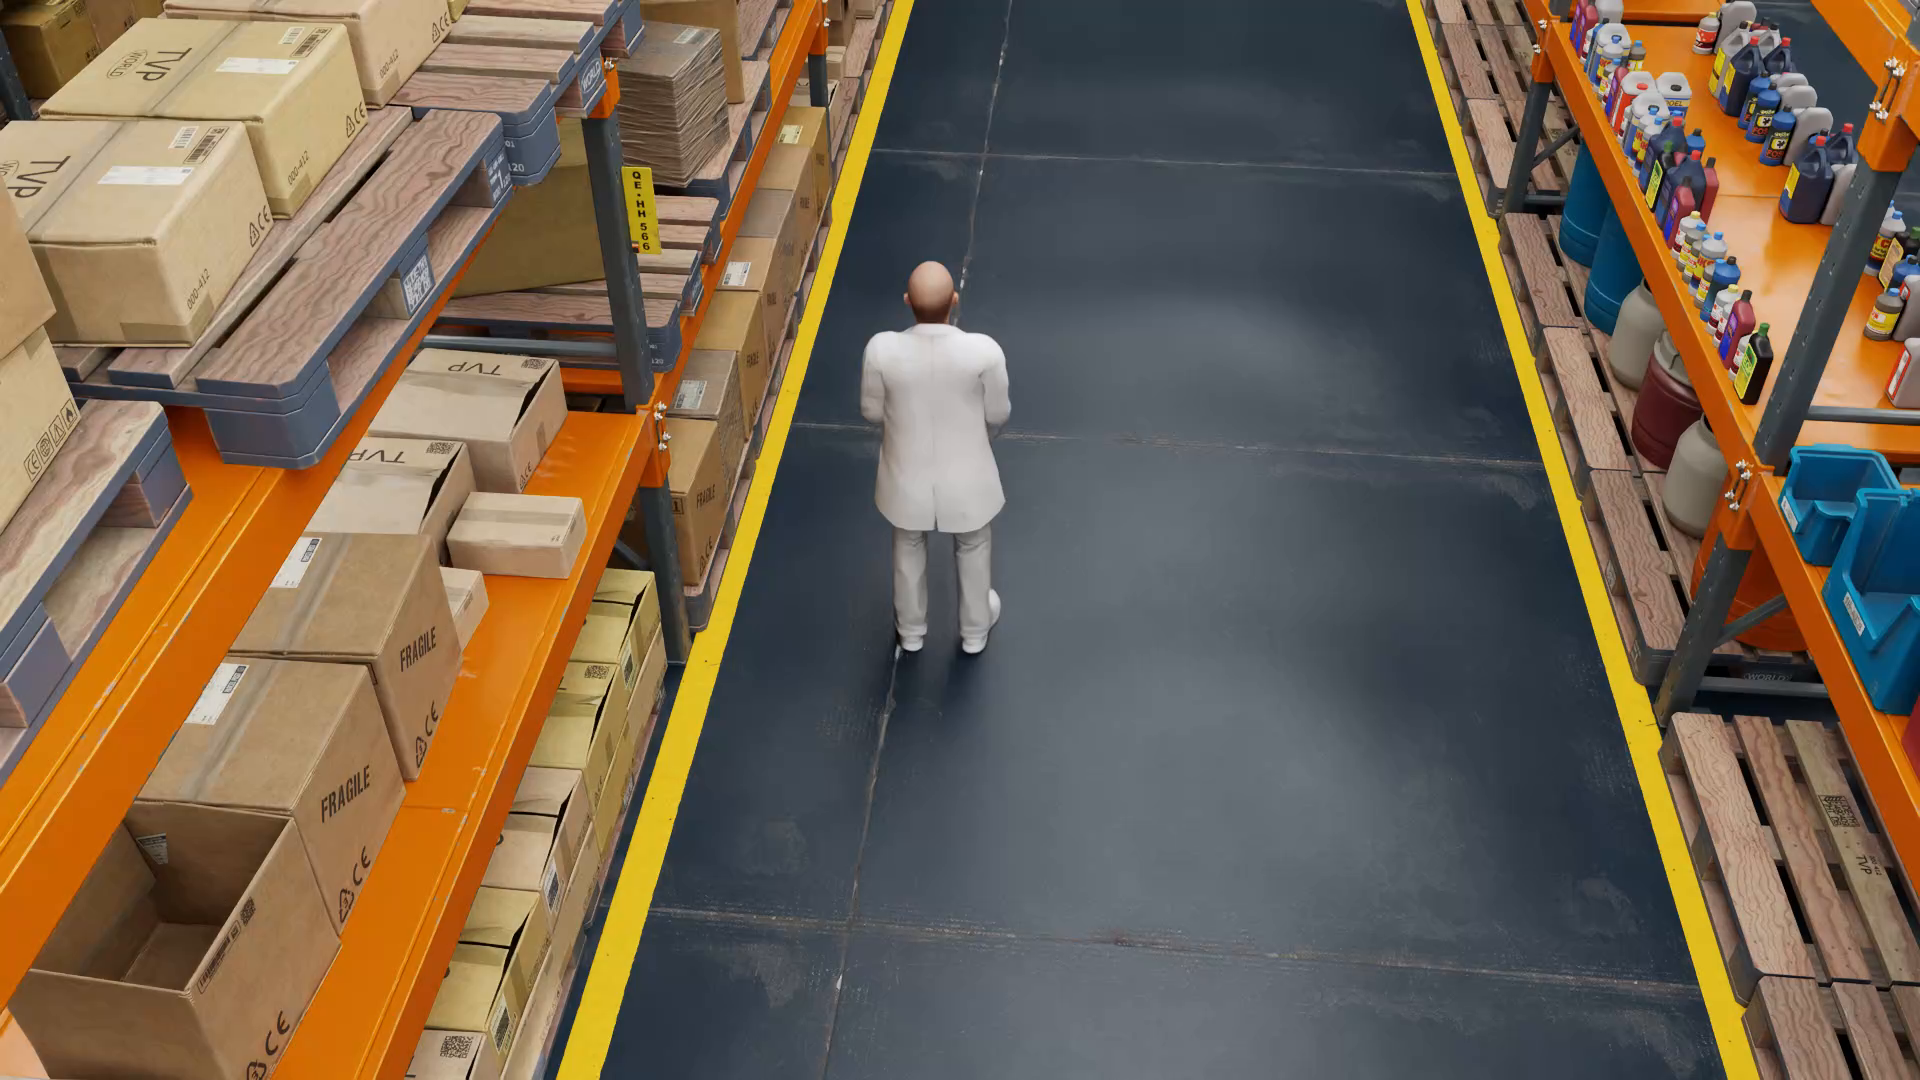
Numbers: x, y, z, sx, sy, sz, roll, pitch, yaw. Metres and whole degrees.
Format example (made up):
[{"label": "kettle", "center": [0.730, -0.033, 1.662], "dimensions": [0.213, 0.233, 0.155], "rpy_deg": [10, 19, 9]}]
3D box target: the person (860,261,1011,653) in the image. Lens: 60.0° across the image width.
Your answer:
[{"label": "person", "center": [-0.088, -0.329, 6.559], "dimensions": [0.575, 1.782, 0.467], "rpy_deg": [3, 40, 3]}]
